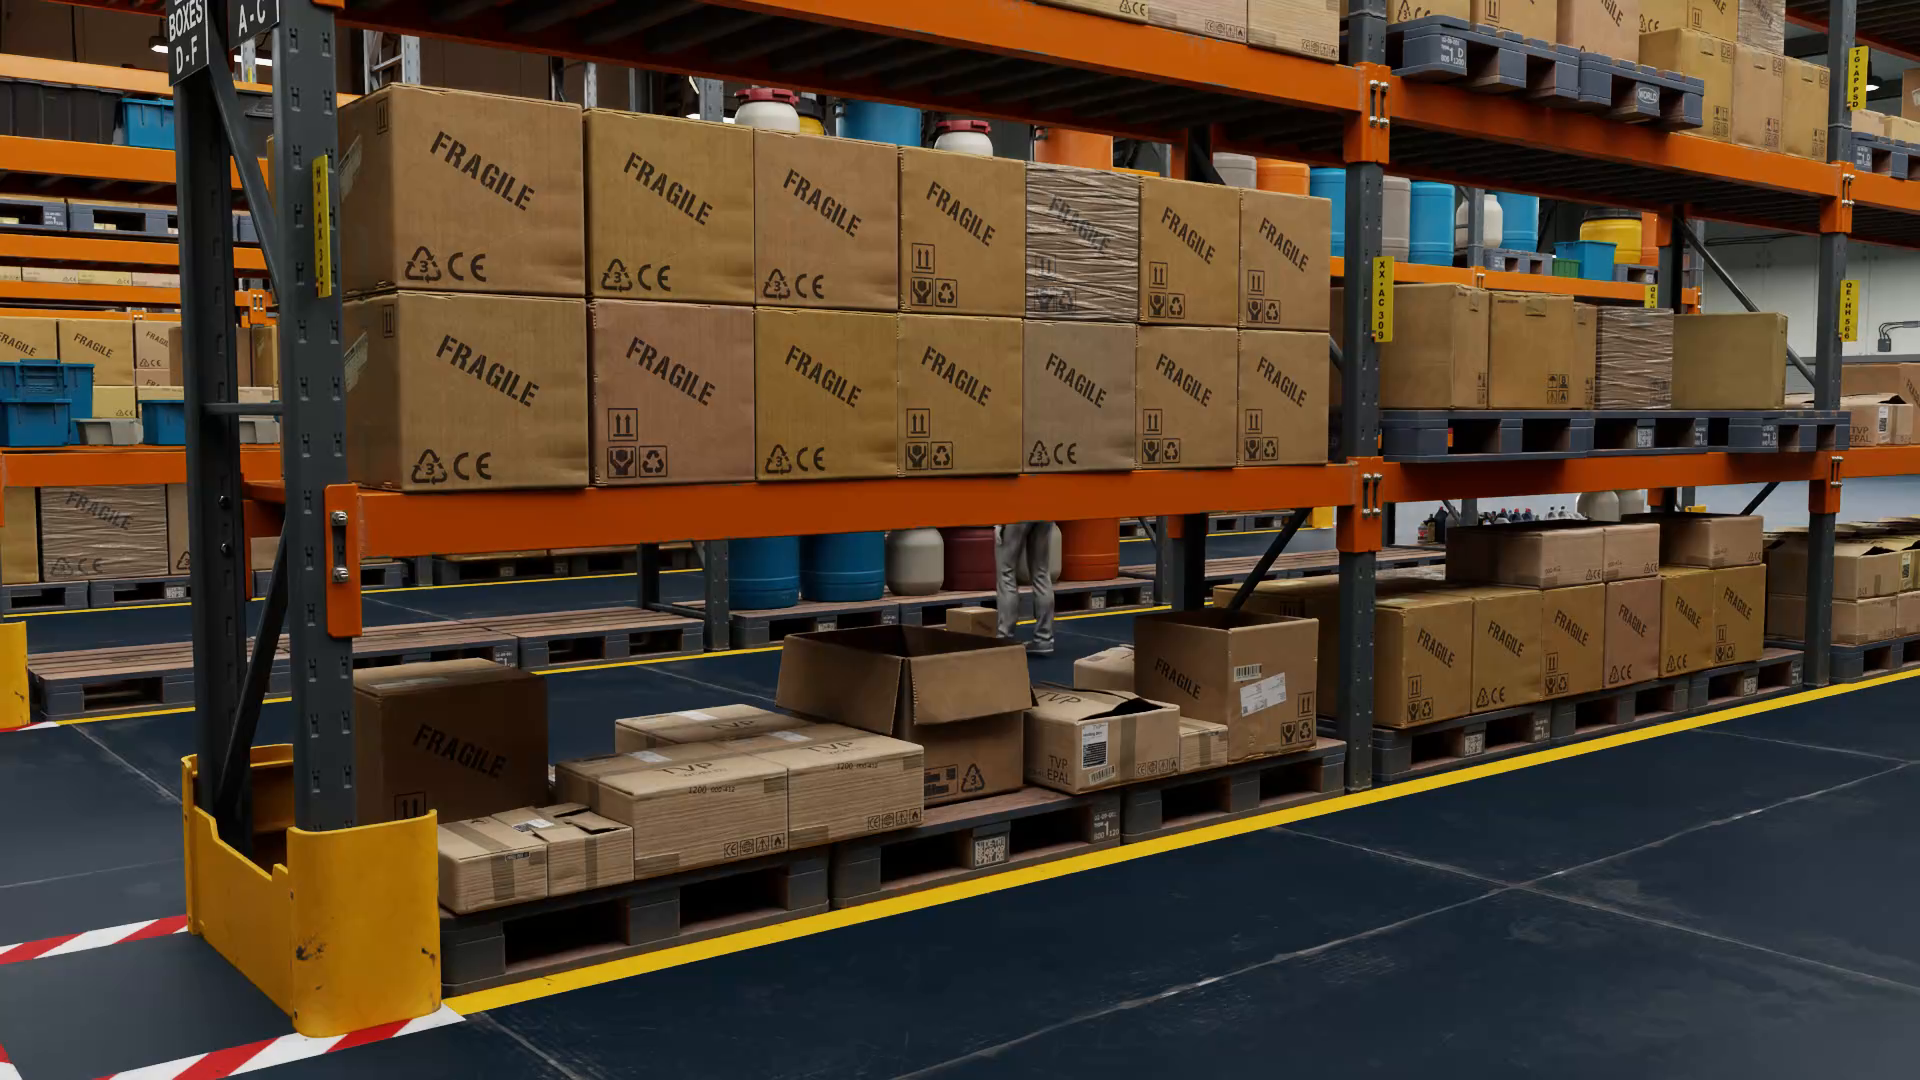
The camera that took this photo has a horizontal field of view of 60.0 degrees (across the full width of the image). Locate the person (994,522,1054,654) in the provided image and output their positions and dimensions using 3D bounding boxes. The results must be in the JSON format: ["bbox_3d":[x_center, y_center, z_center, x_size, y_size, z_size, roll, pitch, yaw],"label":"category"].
[{"bbox_3d":[0.385,-0.146,10.152,0.507,1.689,0.356,-4,6,-39],"label":"person"}]
